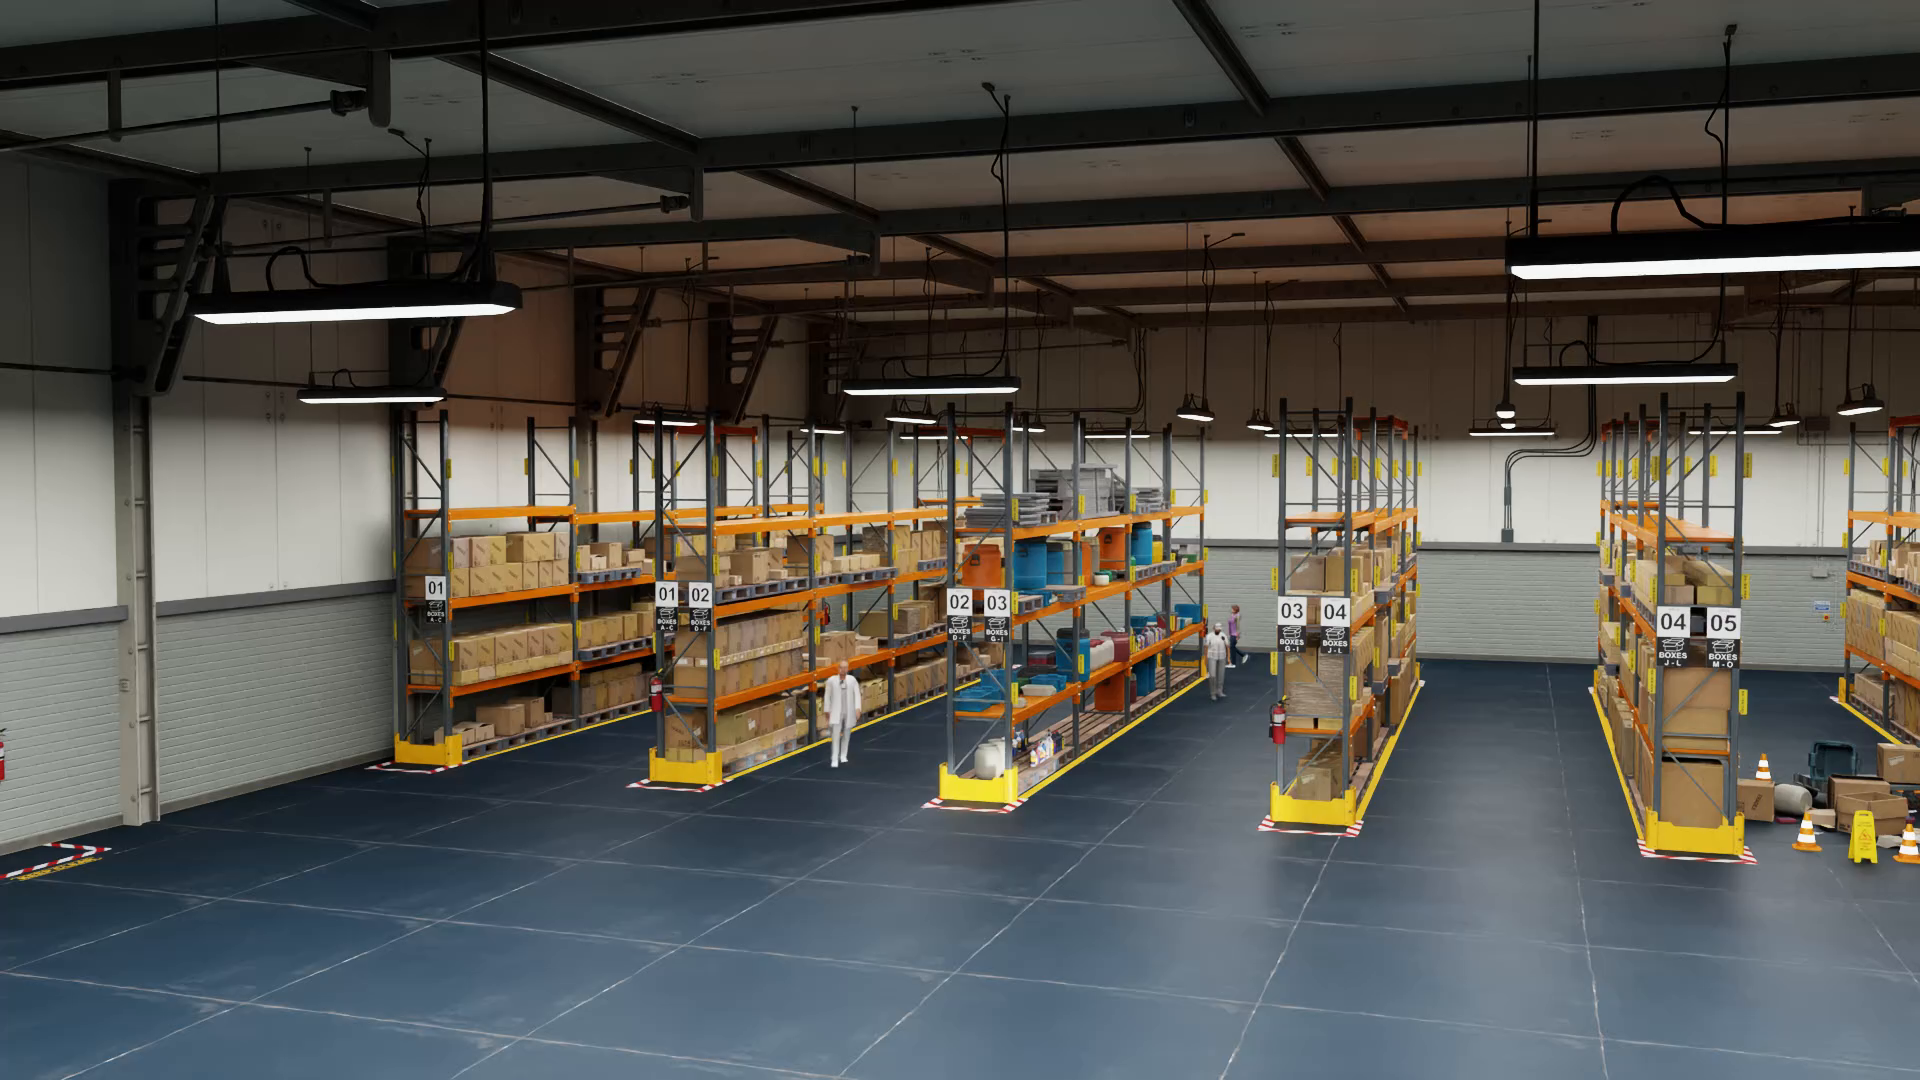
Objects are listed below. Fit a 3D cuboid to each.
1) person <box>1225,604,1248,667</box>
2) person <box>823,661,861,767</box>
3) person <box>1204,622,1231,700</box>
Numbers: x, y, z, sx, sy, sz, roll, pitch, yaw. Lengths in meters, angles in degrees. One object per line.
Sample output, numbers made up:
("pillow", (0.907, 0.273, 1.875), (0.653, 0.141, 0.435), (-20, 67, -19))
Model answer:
("person", (6.960, 2.418, 41.779), (0.659, 1.549, 0.427), (0, 2, -10))
("person", (-1.966, 2.913, 27.975), (0.607, 1.748, 0.964), (-1, 3, -17))
("person", (5.619, 2.639, 36.239), (0.539, 1.722, 0.480), (0, 2, -6))
